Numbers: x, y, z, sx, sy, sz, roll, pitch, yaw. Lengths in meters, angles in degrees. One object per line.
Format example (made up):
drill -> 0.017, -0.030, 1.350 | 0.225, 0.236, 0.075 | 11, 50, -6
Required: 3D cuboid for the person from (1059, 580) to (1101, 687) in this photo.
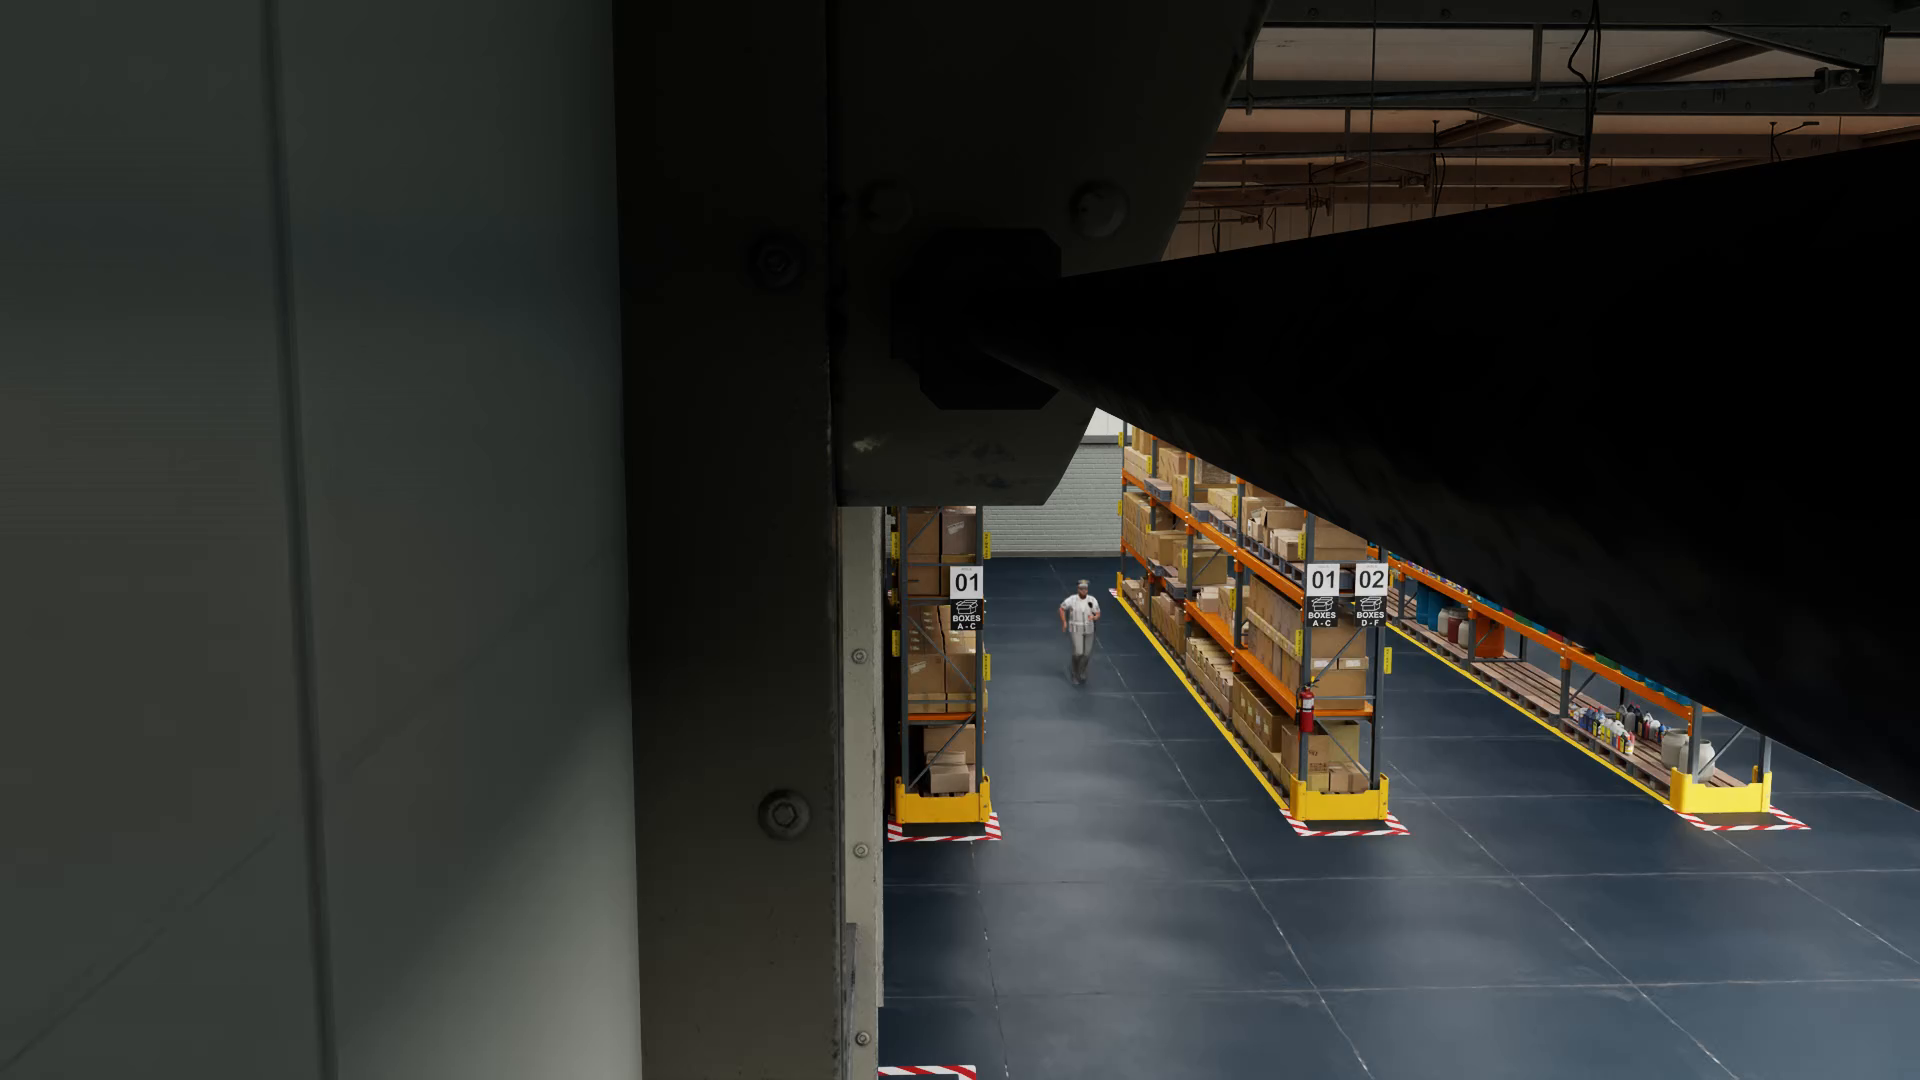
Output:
person -> 2.041, 1.560, 27.851 | 0.635, 1.821, 0.736 | -2, 8, -12
